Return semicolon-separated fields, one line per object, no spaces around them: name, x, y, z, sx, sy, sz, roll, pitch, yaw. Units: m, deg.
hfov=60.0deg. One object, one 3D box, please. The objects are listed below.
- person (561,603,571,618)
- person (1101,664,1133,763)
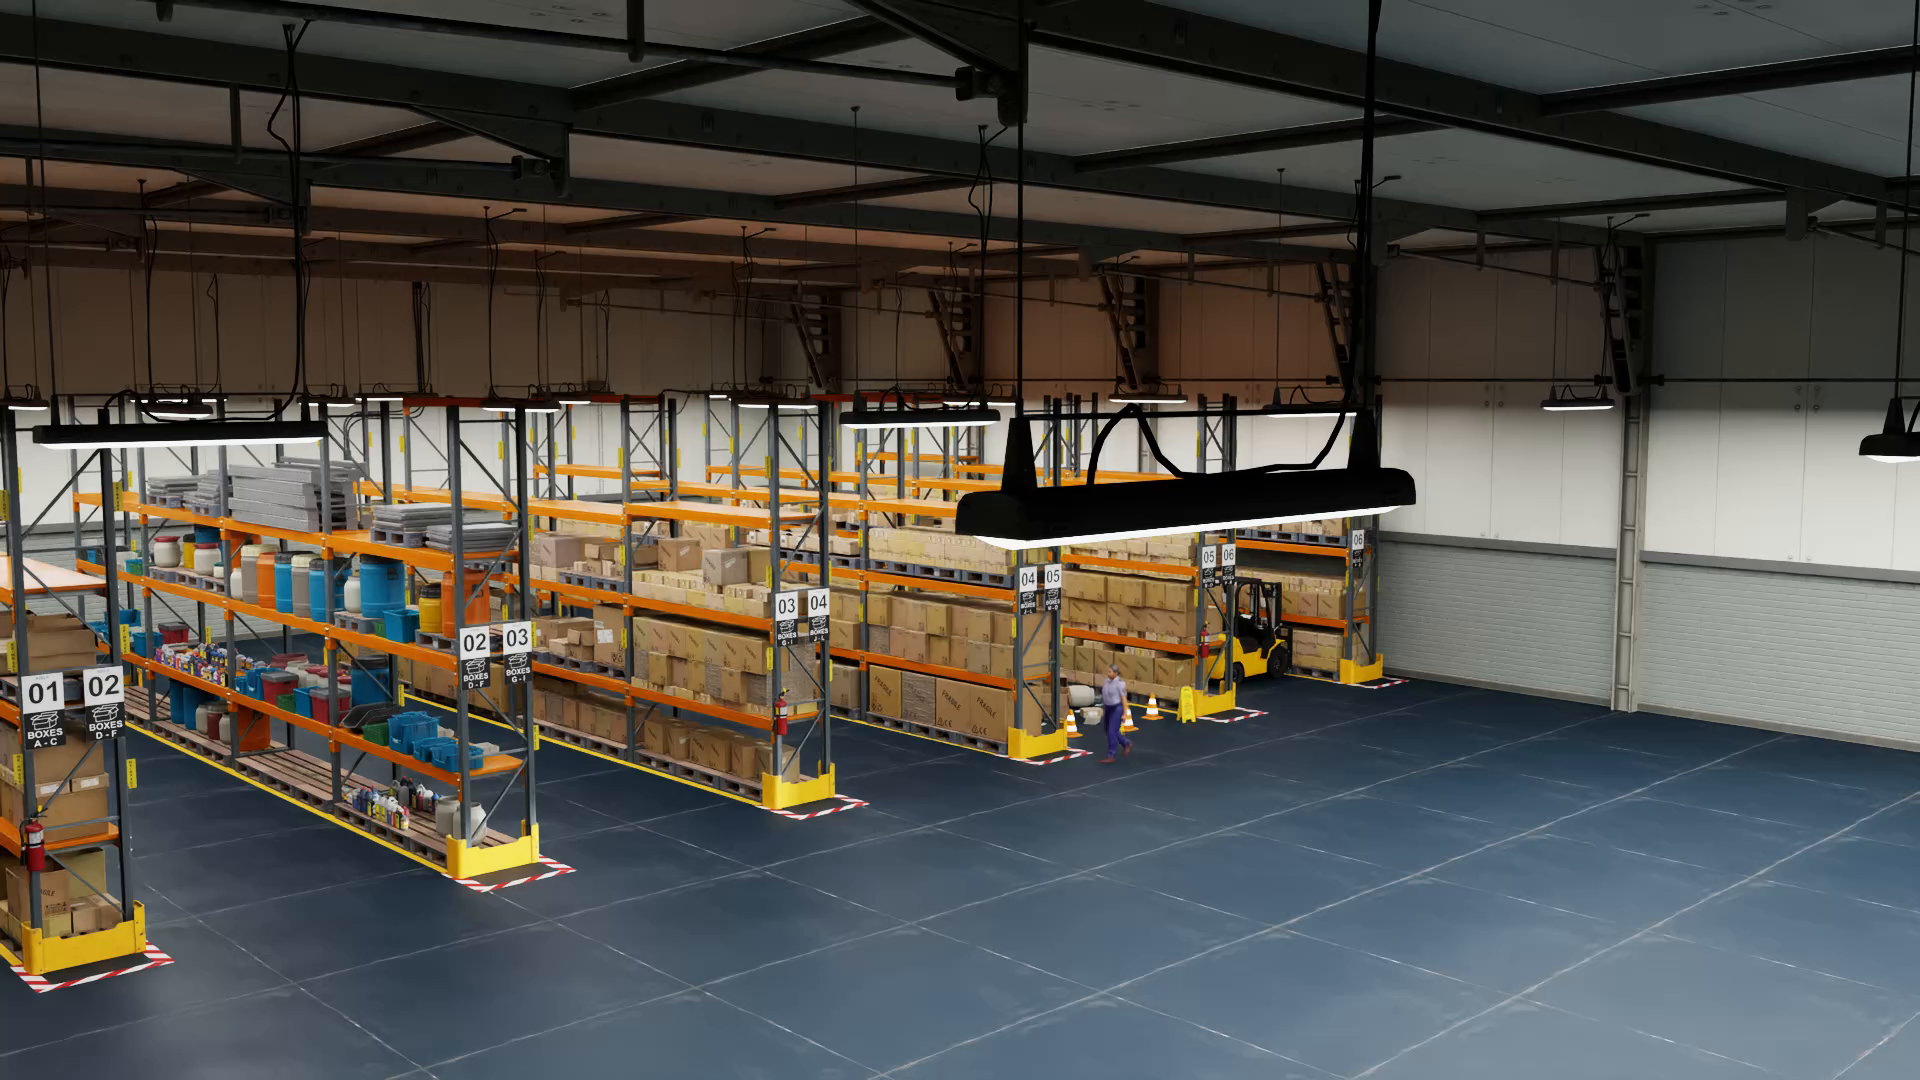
person;-9.850;1.548;41.307;0.434;1.623;0.445;5;8;45
person;2.611;2.858;27.638;0.762;1.608;0.544;-3;6;-28
